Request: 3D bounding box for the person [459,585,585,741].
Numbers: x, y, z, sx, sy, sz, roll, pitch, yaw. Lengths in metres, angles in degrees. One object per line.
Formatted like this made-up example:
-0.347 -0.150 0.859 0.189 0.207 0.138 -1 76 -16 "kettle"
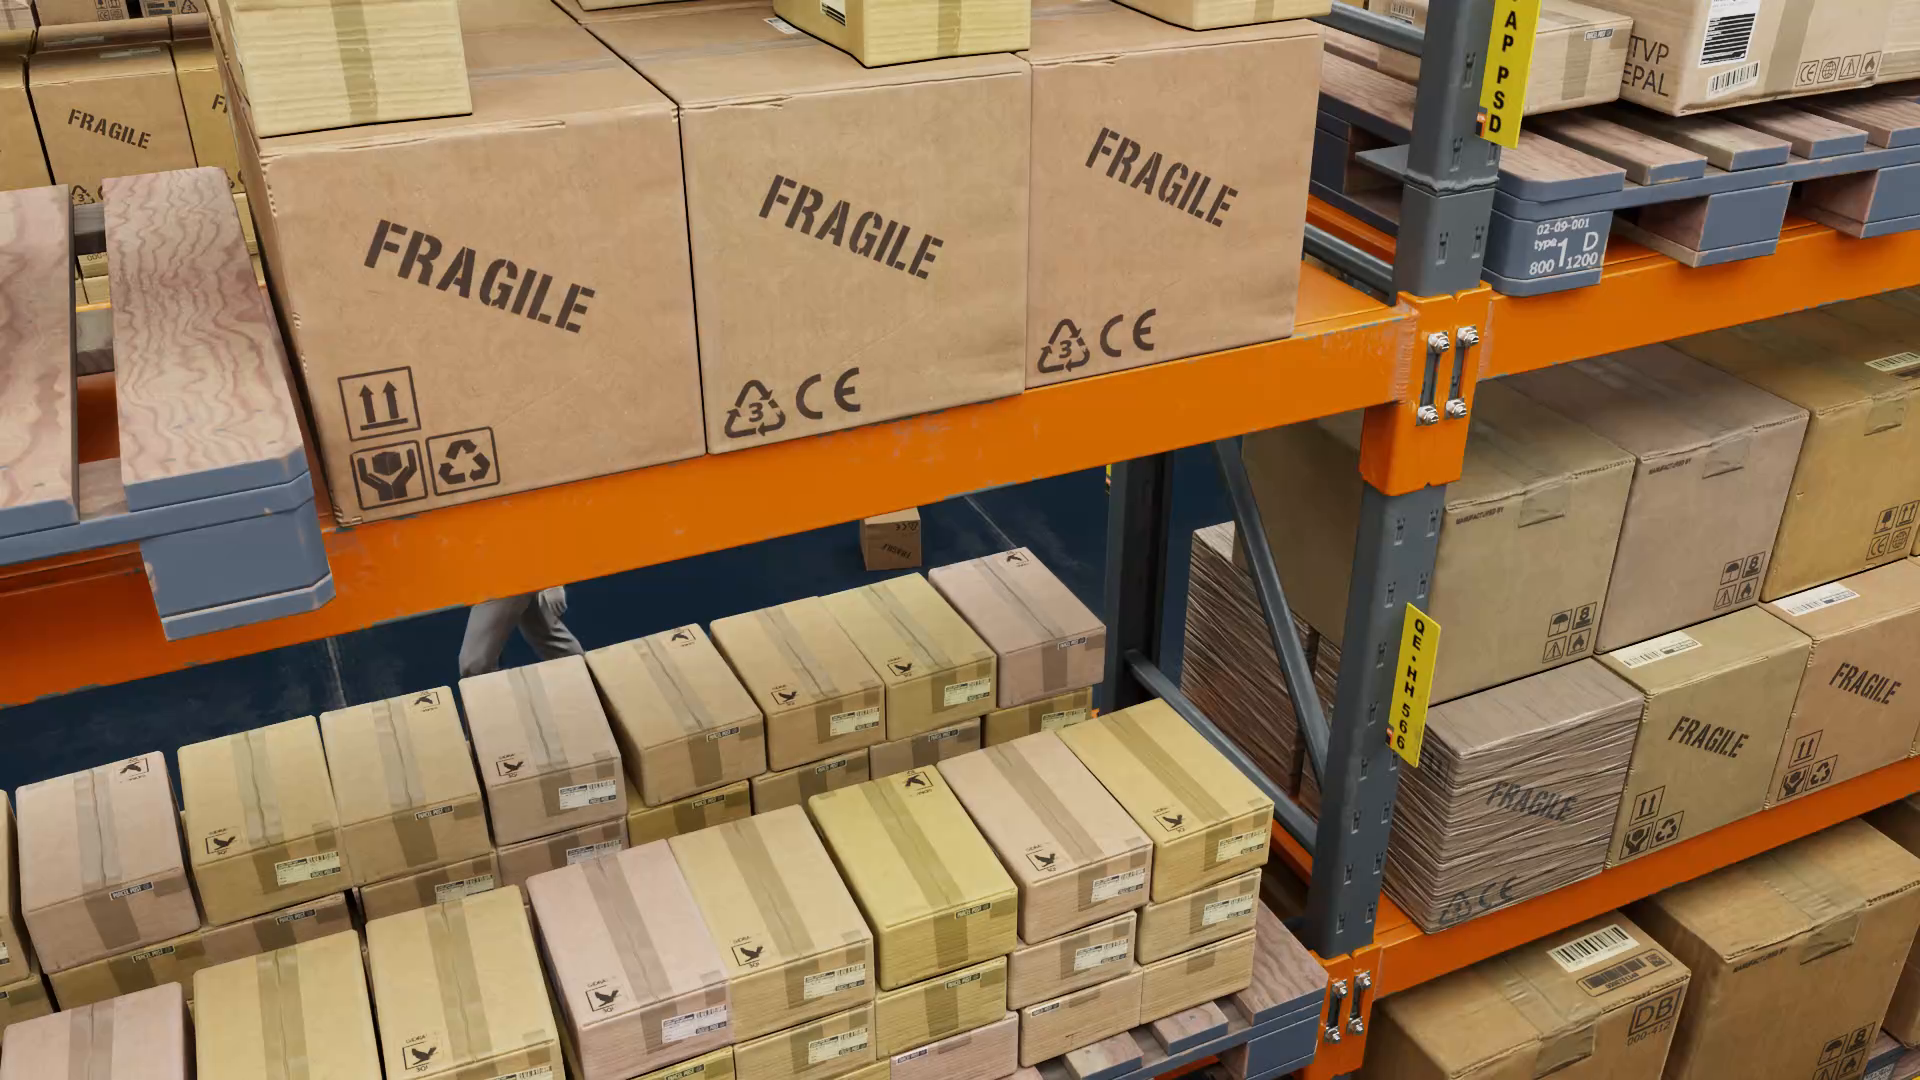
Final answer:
-1.673 0.089 5.956 0.696 1.724 0.522 -15 33 -25 "person"
